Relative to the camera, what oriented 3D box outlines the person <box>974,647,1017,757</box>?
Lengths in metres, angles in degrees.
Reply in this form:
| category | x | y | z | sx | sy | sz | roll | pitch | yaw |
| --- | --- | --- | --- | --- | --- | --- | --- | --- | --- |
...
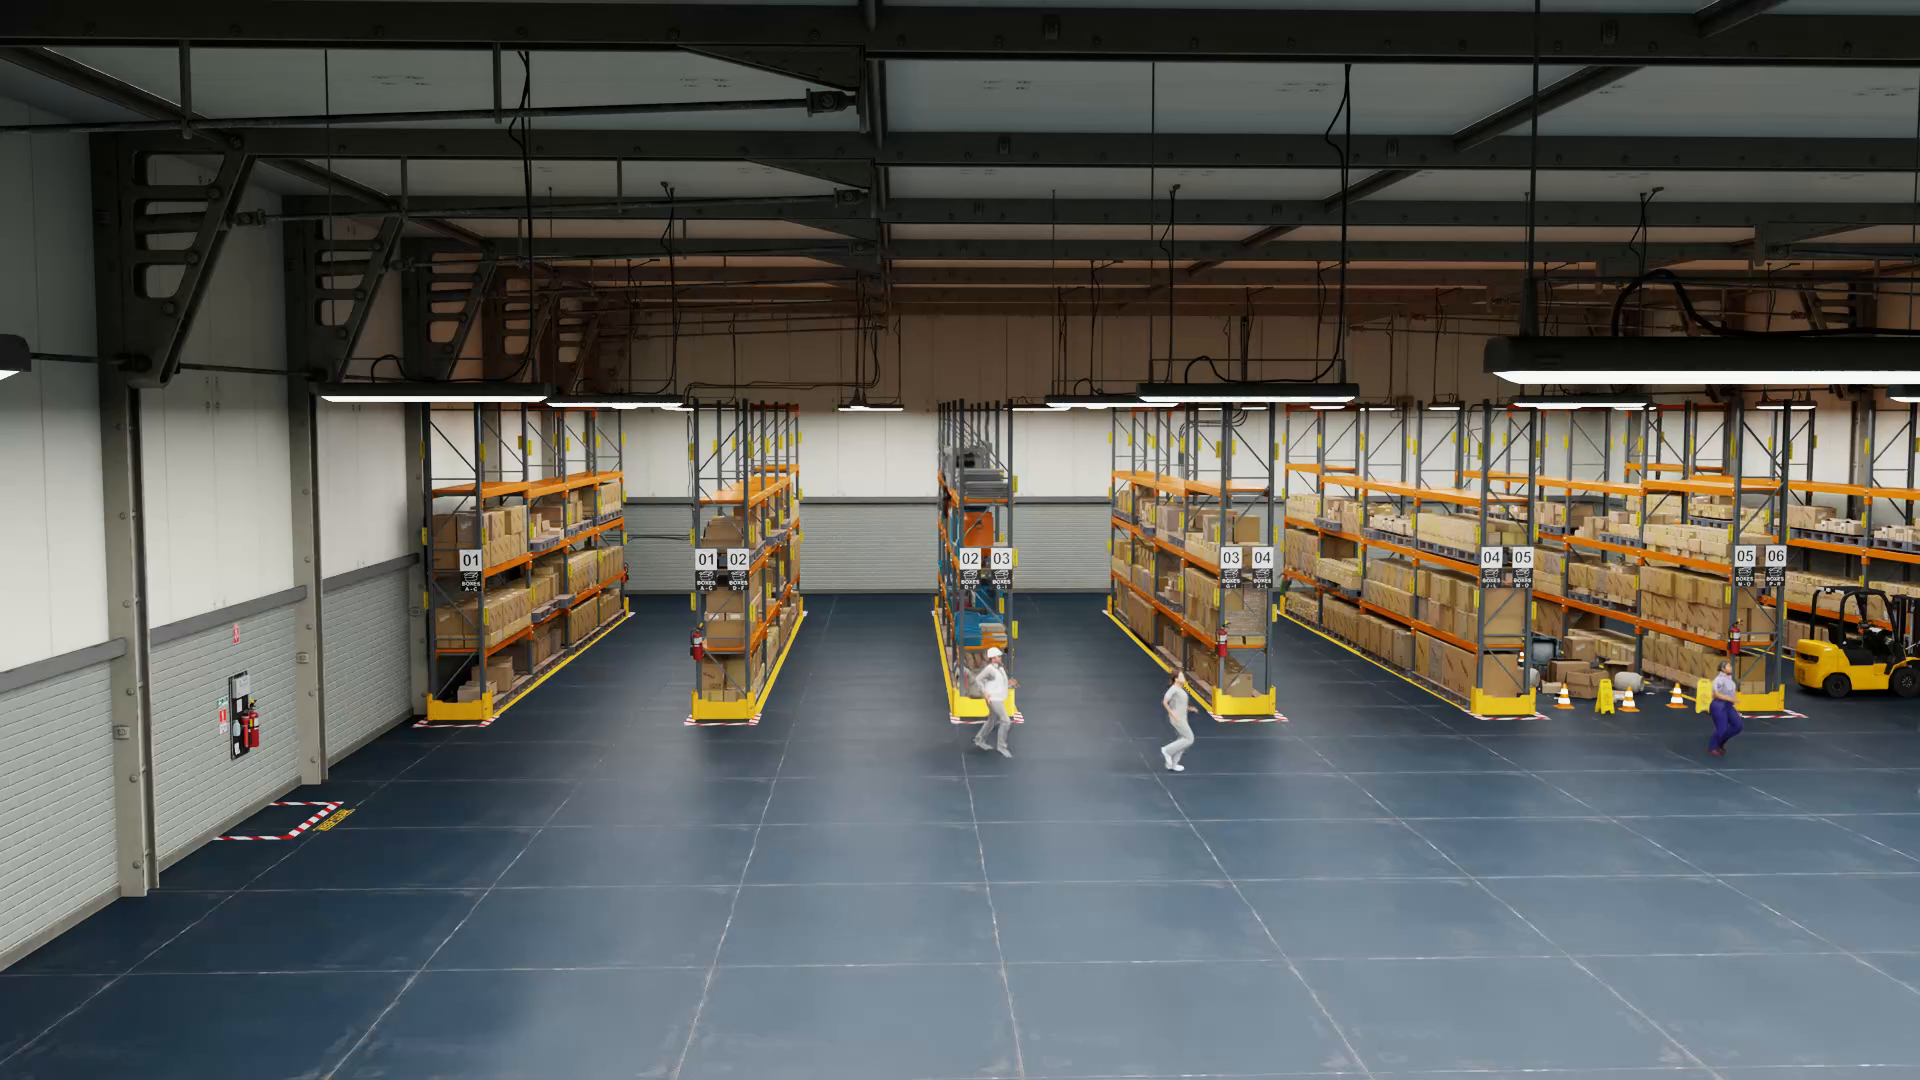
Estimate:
| category | x | y | z | sx | sy | sz | roll | pitch | yaw |
| --- | --- | --- | --- | --- | --- | --- | --- | --- | --- |
| person | 0.587 | 2.721 | 27.915 | 0.774 | 1.838 | 0.630 | 1 | 5 | 19 |

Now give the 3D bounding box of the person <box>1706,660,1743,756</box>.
| category | x | y | z | sx | sy | sz | roll | pitch | yaw |
| --- | --- | --- | --- | --- | --- | --- | --- | --- | --- |
| person | 12.757 | 2.808 | 27.719 | 0.606 | 1.611 | 0.571 | -4 | 6 | -42 |

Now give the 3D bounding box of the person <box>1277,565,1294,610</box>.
| category | x | y | z | sx | sy | sz | roll | pitch | yaw |
| --- | --- | --- | --- | --- | --- | --- | --- | --- | --- |
| person | 9.626 | 1.184 | 48.587 | 0.711 | 1.781 | 0.693 | -1 | 5 | -16 |

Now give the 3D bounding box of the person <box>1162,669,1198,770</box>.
| category | x | y | z | sx | sy | sz | roll | pitch | yaw |
| --- | --- | --- | --- | --- | --- | --- | --- | --- | --- |
| person | 3.535 | 2.884 | 26.678 | 0.553 | 1.630 | 0.557 | 2 | 5 | 20 |
